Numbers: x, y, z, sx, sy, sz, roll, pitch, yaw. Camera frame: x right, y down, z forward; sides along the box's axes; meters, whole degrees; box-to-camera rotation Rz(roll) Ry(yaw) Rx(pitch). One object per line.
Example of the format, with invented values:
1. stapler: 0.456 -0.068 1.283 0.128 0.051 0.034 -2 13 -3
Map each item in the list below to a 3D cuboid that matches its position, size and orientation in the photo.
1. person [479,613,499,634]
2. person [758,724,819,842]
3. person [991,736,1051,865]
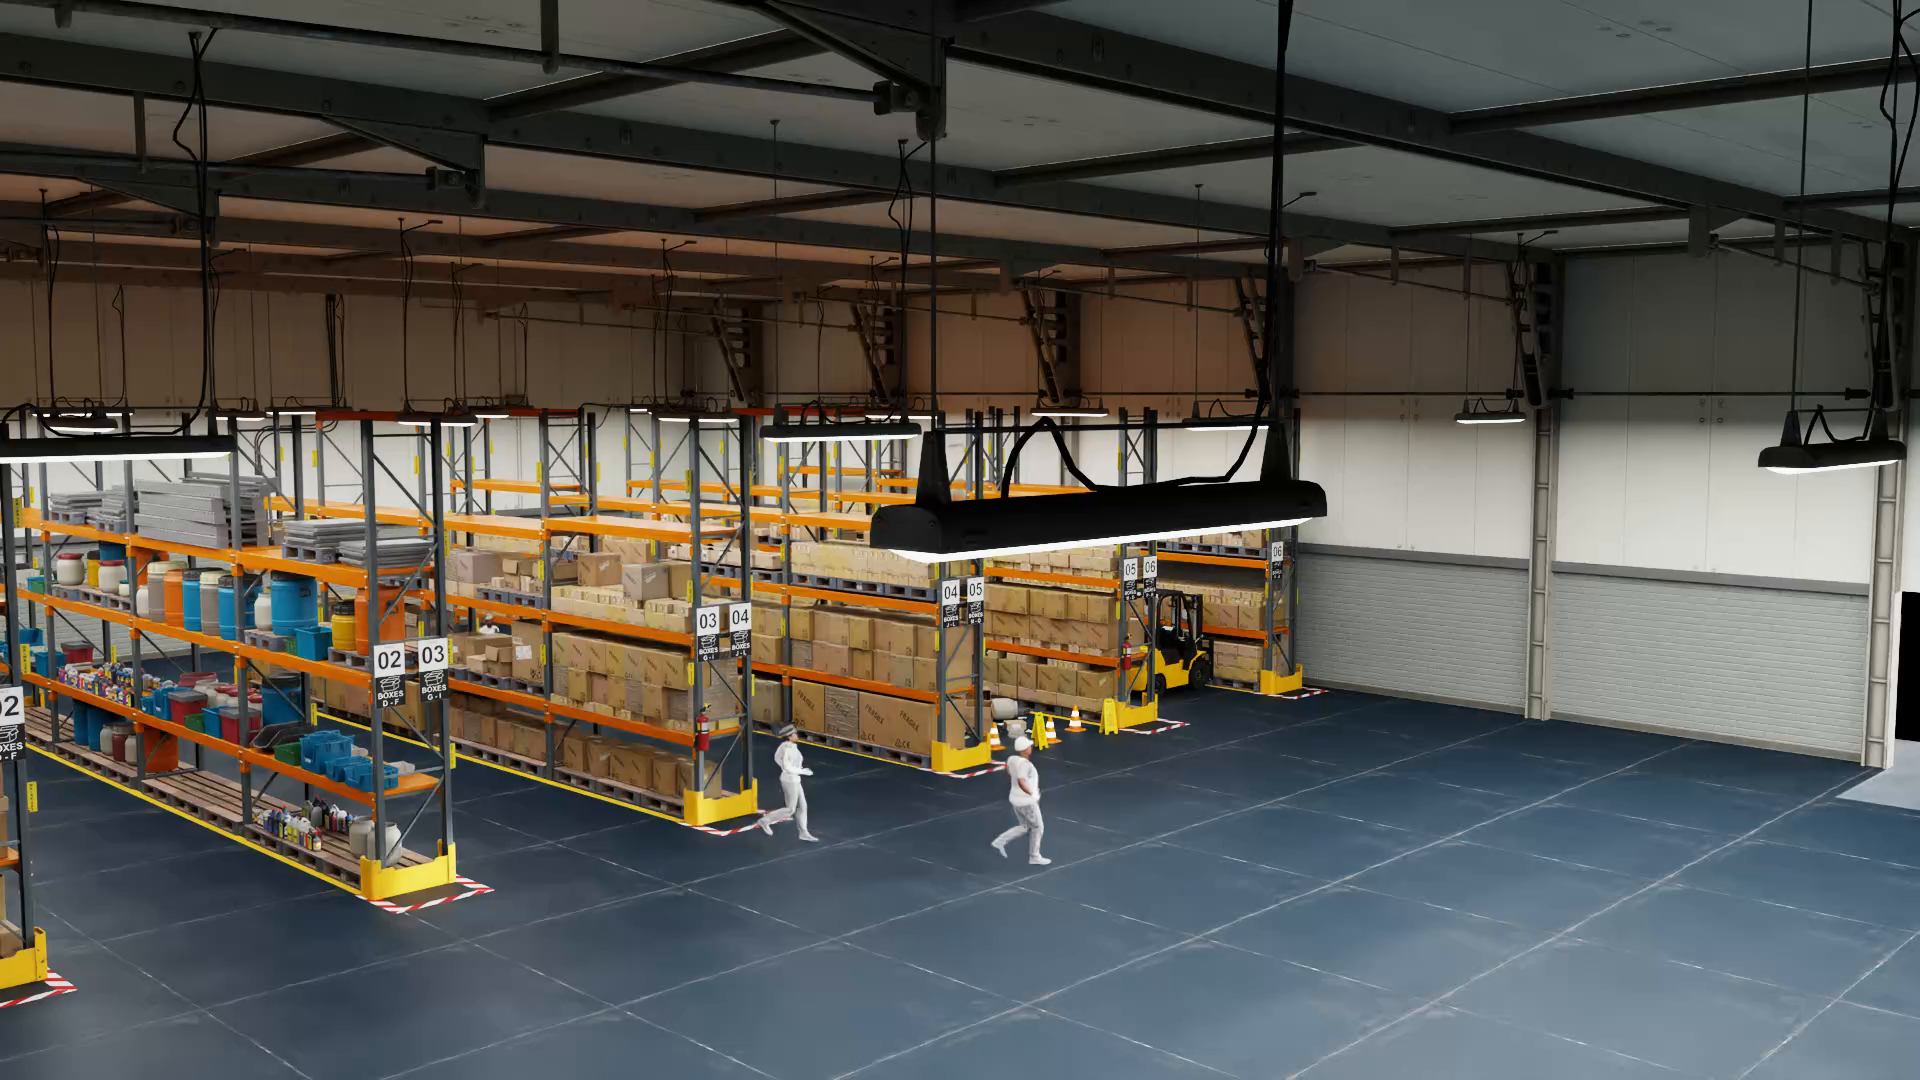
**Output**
1. person: -10.001 2.376 35.384 0.555 1.649 0.550 -4 7 -39
2. person: -2.432 3.433 23.446 0.857 1.698 0.621 -1 5 -8
3. person: 0.841 3.493 22.196 0.804 1.751 0.705 -2 5 -19
